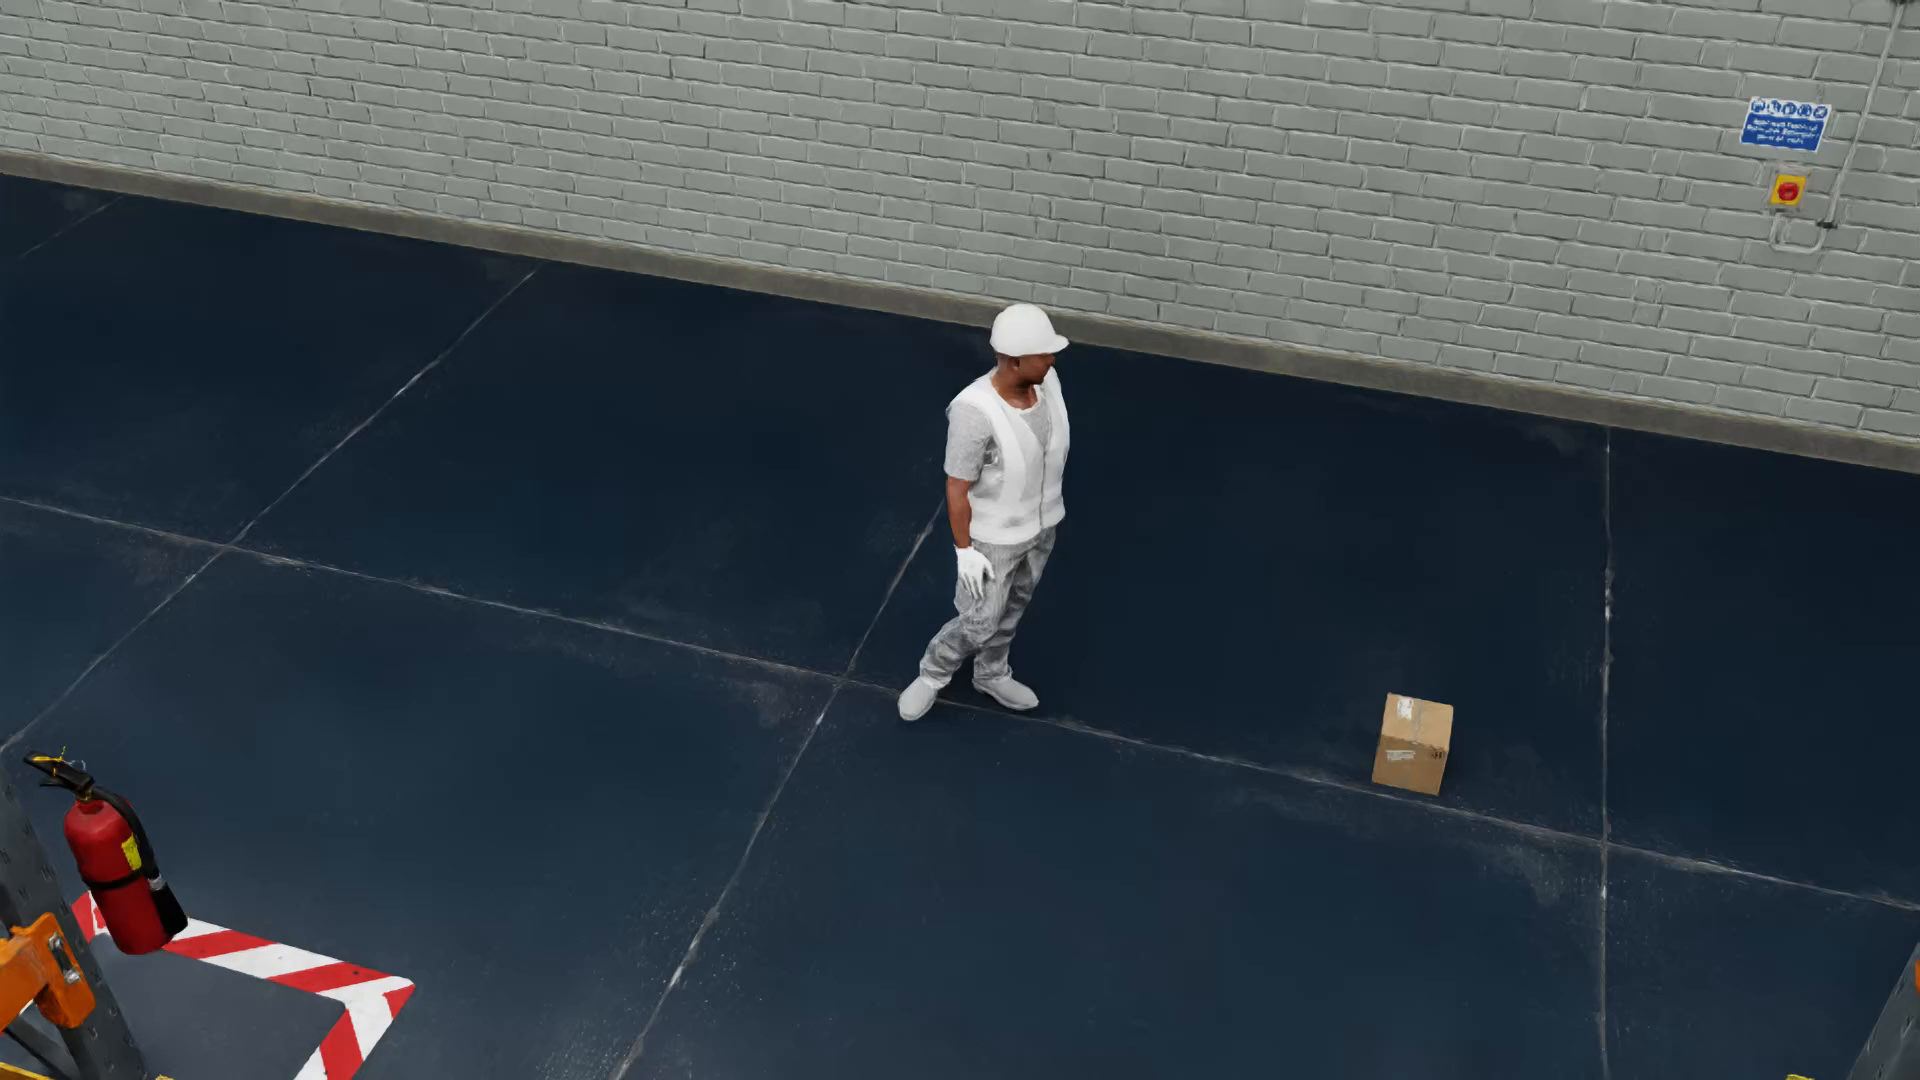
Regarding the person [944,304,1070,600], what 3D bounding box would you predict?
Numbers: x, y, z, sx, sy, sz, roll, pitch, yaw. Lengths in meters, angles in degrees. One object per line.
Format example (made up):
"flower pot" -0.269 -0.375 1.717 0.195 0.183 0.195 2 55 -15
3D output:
"person" 0.178 -0.344 5.975 0.612 1.067 0.337 -30 46 -34
